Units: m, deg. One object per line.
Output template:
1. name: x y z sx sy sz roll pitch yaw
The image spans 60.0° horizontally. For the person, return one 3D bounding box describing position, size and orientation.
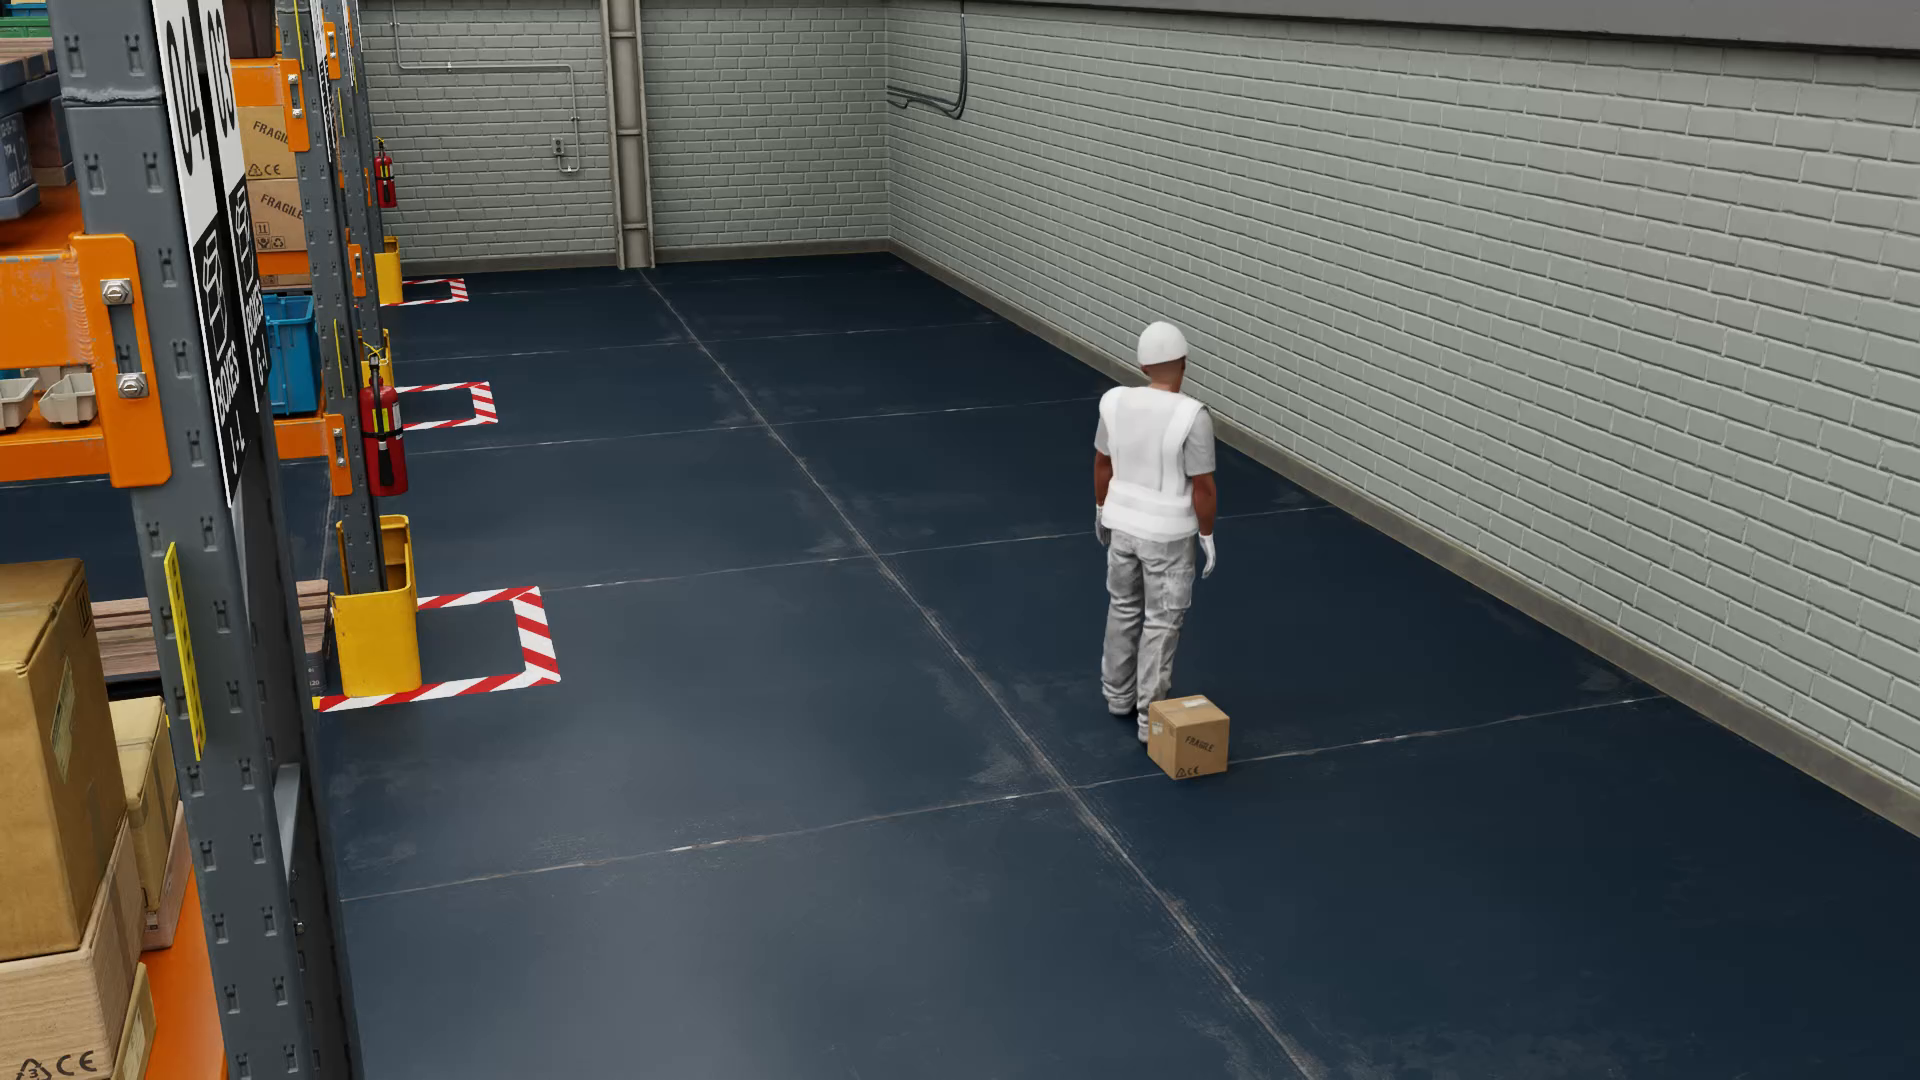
1. person: 0.828 -0.050 7.089 0.617 1.784 0.460 17 25 40
